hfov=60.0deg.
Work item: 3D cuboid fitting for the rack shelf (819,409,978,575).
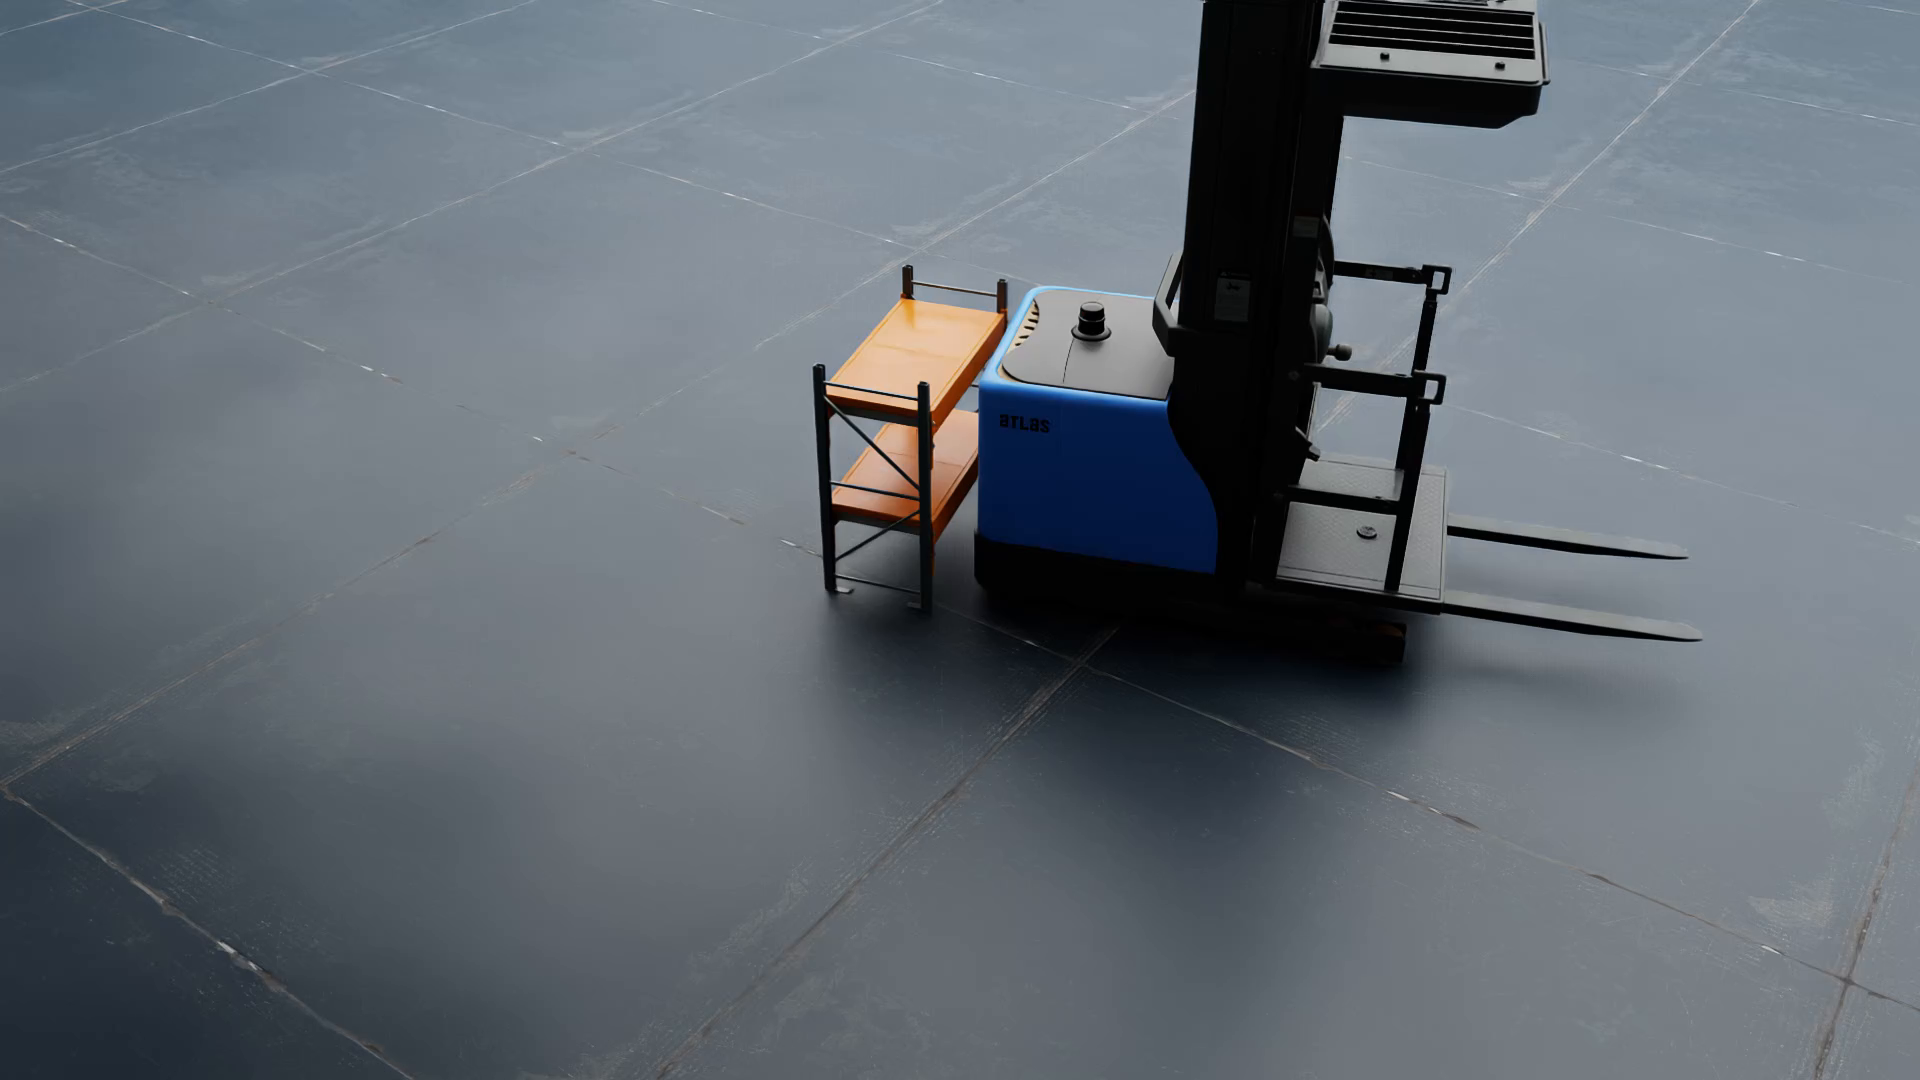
[{"bbox_3d":[-0.193,-0.272,7.585,0.538,0.278,1.000,11,36,16],"label":"rack shelf"}]

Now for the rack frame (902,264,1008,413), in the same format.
[{"bbox_3d":[-0.024,-0.743,7.845,0.500,1.125,0.032,11,36,16],"label":"rack frame"}]

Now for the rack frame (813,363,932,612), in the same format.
[{"bbox_3d":[-0.362,-0.206,7.050,0.500,1.125,0.032,11,36,16],"label":"rack frame"}]

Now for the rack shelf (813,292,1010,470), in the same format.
[{"bbox_3d":[-0.193,-0.717,7.284,0.538,0.278,1.000,11,36,16],"label":"rack shelf"}]

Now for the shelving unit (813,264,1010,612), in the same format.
[{"bbox_3d":[-0.193,-0.475,7.448,0.538,1.125,1.048,11,36,16],"label":"shelving unit"}]

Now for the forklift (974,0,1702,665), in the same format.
[{"bbox_3d":[1.638,-1.022,6.645,3.031,2.935,1.130,8,35,12],"label":"forklift"}]
